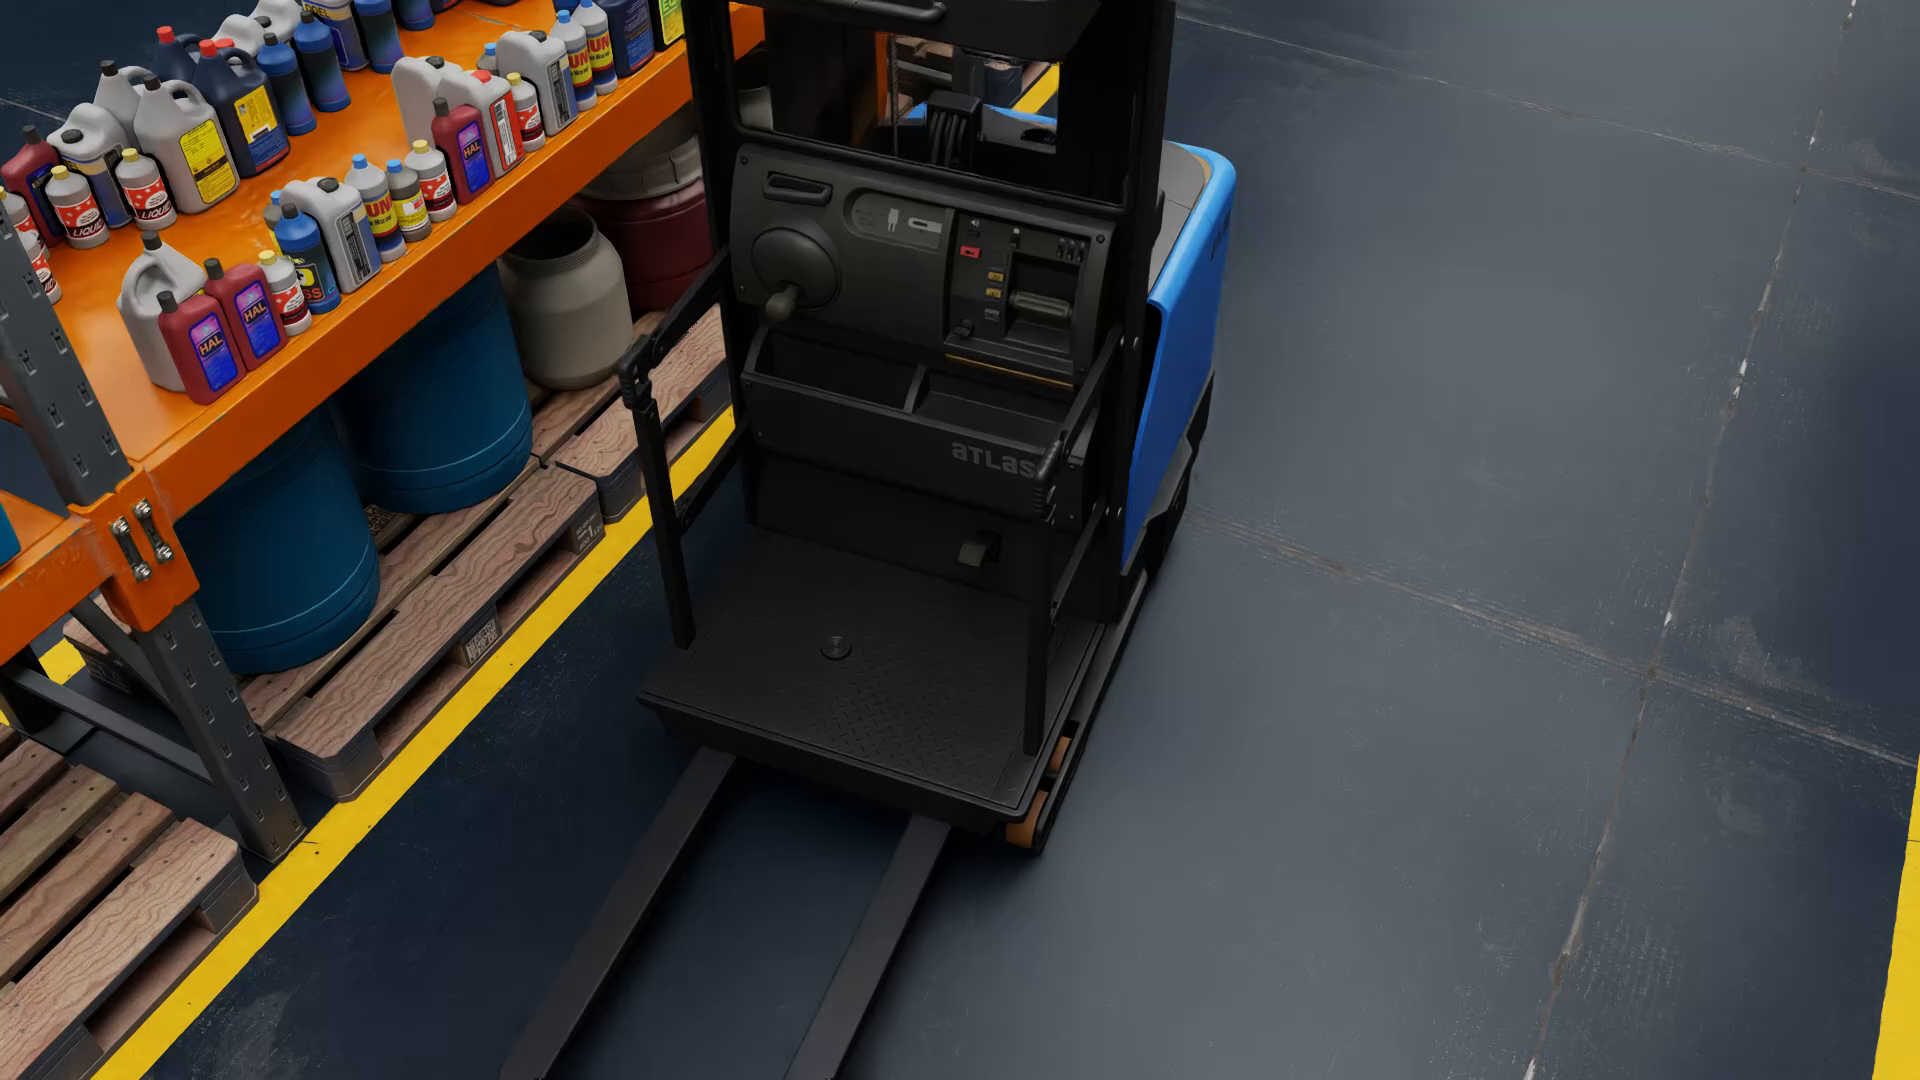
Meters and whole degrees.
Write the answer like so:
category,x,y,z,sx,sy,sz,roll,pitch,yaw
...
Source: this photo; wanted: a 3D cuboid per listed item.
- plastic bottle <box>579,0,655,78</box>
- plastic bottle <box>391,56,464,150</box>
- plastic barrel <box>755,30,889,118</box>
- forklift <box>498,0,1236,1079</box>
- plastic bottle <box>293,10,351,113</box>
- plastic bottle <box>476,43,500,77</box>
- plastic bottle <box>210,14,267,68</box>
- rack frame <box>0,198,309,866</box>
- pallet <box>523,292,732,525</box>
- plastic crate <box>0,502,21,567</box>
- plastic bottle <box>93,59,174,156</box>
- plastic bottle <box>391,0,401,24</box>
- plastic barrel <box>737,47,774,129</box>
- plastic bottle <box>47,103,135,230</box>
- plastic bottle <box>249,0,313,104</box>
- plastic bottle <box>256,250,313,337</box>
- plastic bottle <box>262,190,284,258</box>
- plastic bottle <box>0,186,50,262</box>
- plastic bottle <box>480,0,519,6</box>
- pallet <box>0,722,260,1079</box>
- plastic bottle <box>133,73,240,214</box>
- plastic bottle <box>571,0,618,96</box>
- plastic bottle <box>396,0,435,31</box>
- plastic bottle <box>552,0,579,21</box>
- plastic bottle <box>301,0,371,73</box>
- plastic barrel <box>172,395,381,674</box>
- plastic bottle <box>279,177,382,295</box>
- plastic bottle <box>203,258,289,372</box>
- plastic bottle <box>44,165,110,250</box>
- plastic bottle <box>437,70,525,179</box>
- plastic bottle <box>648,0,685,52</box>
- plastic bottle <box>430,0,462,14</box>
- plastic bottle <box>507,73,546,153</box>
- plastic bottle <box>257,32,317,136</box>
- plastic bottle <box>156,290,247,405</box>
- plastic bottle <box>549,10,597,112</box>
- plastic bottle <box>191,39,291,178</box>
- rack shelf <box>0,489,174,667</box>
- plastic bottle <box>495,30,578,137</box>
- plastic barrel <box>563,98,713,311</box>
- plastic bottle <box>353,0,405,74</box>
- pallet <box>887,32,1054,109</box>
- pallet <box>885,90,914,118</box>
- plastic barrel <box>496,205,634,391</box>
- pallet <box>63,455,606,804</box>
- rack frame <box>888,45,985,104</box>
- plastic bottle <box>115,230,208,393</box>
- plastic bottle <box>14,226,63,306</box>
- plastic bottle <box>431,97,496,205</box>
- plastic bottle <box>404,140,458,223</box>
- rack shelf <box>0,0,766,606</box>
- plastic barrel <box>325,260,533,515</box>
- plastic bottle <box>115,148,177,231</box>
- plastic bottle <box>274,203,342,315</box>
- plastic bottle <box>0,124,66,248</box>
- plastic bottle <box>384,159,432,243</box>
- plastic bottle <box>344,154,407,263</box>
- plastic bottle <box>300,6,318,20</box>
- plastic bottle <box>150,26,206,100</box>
category,x,y,z,sx,sy,sz,roll,pitch,yaw
plastic bottle,-0.967,-1.496,4.654,0.144,0.351,0.185,20,49,19
plastic bottle,-1.377,-1.151,4.366,0.152,0.276,0.135,20,49,19
plastic barrel,-0.580,-1.986,6.335,0.600,0.830,0.708,20,49,19
forklift,-0.181,-0.552,3.735,1.130,2.935,3.031,15,47,15
plastic bottle,-1.742,-1.309,4.525,0.097,0.271,0.097,0,45,0
plastic bottle,-1.254,-1.251,4.517,0.097,0.201,0.097,0,45,0
plastic bottle,-1.924,-1.255,4.468,0.152,0.276,0.135,20,49,19
rack frame,-2.224,-0.396,3.532,1.000,3.000,0.127,20,49,19
pallet,-1.264,-0.659,5.753,1.003,0.211,1.213,20,49,19
plastic crate,-2.139,-0.004,3.114,0.392,0.384,0.575,20,49,19
plastic bottle,-2.088,-1.065,4.229,0.144,0.351,0.185,20,49,19
plastic bottle,-1.687,-1.649,4.853,0.061,0.283,0.133,20,49,19
plastic barrel,-0.763,-1.490,6.067,0.421,0.512,0.421,0,45,0
plastic bottle,-2.158,-0.937,4.155,0.152,0.276,0.135,20,49,19
plastic bottle,-1.862,-1.340,4.552,0.152,0.276,0.135,20,49,19
plastic bottle,-1.577,-0.579,3.853,0.097,0.201,0.097,0,45,0
plastic bottle,-1.621,-0.752,4.024,0.097,0.201,0.097,0,45,0
plastic bottle,-2.298,-0.763,4.035,0.097,0.201,0.097,0,45,0
plastic bottle,-1.379,-1.794,4.949,0.144,0.351,0.185,20,49,19
pallet,-2.531,1.061,4.053,1.003,0.211,1.213,20,49,19
plastic bottle,-1.960,-1.018,4.182,0.144,0.351,0.185,20,49,19
plastic bottle,-1.011,-1.371,4.586,0.097,0.271,0.097,0,45,0
plastic bottle,-1.609,-1.630,4.843,0.097,0.271,0.097,0,45,0
plastic bottle,-1.094,-1.480,4.694,0.097,0.271,0.097,0,45,0
plastic bottle,-1.754,-1.486,4.697,0.152,0.276,0.135,20,49,19
plastic barrel,-1.957,-0.143,4.462,0.600,0.901,0.708,20,49,19
plastic bottle,-1.502,-0.748,3.968,0.152,0.276,0.135,20,49,19
plastic bottle,-1.614,-0.529,3.746,0.061,0.283,0.133,20,49,19
plastic bottle,-2.182,-0.827,4.098,0.097,0.201,0.097,0,45,0
plastic bottle,-1.242,-1.101,4.317,0.152,0.276,0.135,20,49,19
plastic bottle,-0.856,-1.558,4.763,0.061,0.283,0.133,20,49,19
plastic bottle,-1.576,-1.759,4.915,0.144,0.351,0.185,20,49,19
plastic bottle,-1.164,-1.139,4.406,0.097,0.201,0.097,0,45,0
plastic bottle,-1.805,-1.224,4.441,0.097,0.271,0.097,0,45,0
plastic bottle,-1.676,-0.445,3.663,0.061,0.283,0.133,20,49,19
plastic bottle,-1.056,-1.310,4.526,0.097,0.271,0.097,0,45,0
plastic bottle,-1.874,-1.134,4.297,0.144,0.351,0.185,20,49,19
rack shelf,-3.153,1.117,2.543,1.077,0.370,4.000,20,49,19
plastic bottle,-1.135,-1.247,4.461,0.152,0.276,0.135,20,49,19
plastic barrel,-1.104,-1.190,5.718,0.600,0.588,0.708,20,49,19
plastic bottle,-1.635,-1.455,4.669,0.097,0.271,0.097,0,45,0
pallet,0.026,-2.411,7.484,1.003,0.211,1.213,20,49,19
pallet,-0.697,-1.425,6.510,1.003,0.211,1.213,20,49,19
plastic barrel,-1.287,-0.778,5.364,0.421,0.512,0.421,0,45,0
pallet,-1.829,0.112,4.991,1.003,0.211,1.213,20,49,19
rack frame,-0.368,-2.916,6.023,1.000,3.000,0.127,20,49,19
plastic bottle,-1.755,-0.519,3.688,0.144,0.351,0.185,20,49,19
plastic bottle,-2.209,-0.651,3.924,0.097,0.201,0.097,0,45,0
plastic bottle,-1.264,-1.004,4.216,0.061,0.283,0.133,20,49,19
plastic bottle,-1.334,-0.909,4.179,0.097,0.201,0.097,0,45,0
rack shelf,-1.296,-1.403,5.033,1.077,0.370,4.000,20,49,19
plastic barrel,-1.628,-0.589,4.903,0.600,0.901,0.708,20,49,19
plastic bottle,-2.039,-0.882,4.152,0.097,0.201,0.097,0,45,0
plastic bottle,-1.532,-0.665,3.888,0.097,0.271,0.097,0,45,0
plastic bottle,-2.261,-0.870,4.083,0.061,0.283,0.133,20,49,19
plastic bottle,-1.379,-0.847,4.118,0.097,0.201,0.097,0,45,0
plastic bottle,-1.424,-0.811,4.033,0.097,0.271,0.097,0,45,0
plastic bottle,-1.832,-1.396,4.660,0.097,0.201,0.097,0,45,0
plastic bottle,-2.002,-1.182,4.344,0.144,0.351,0.185,20,49,19
